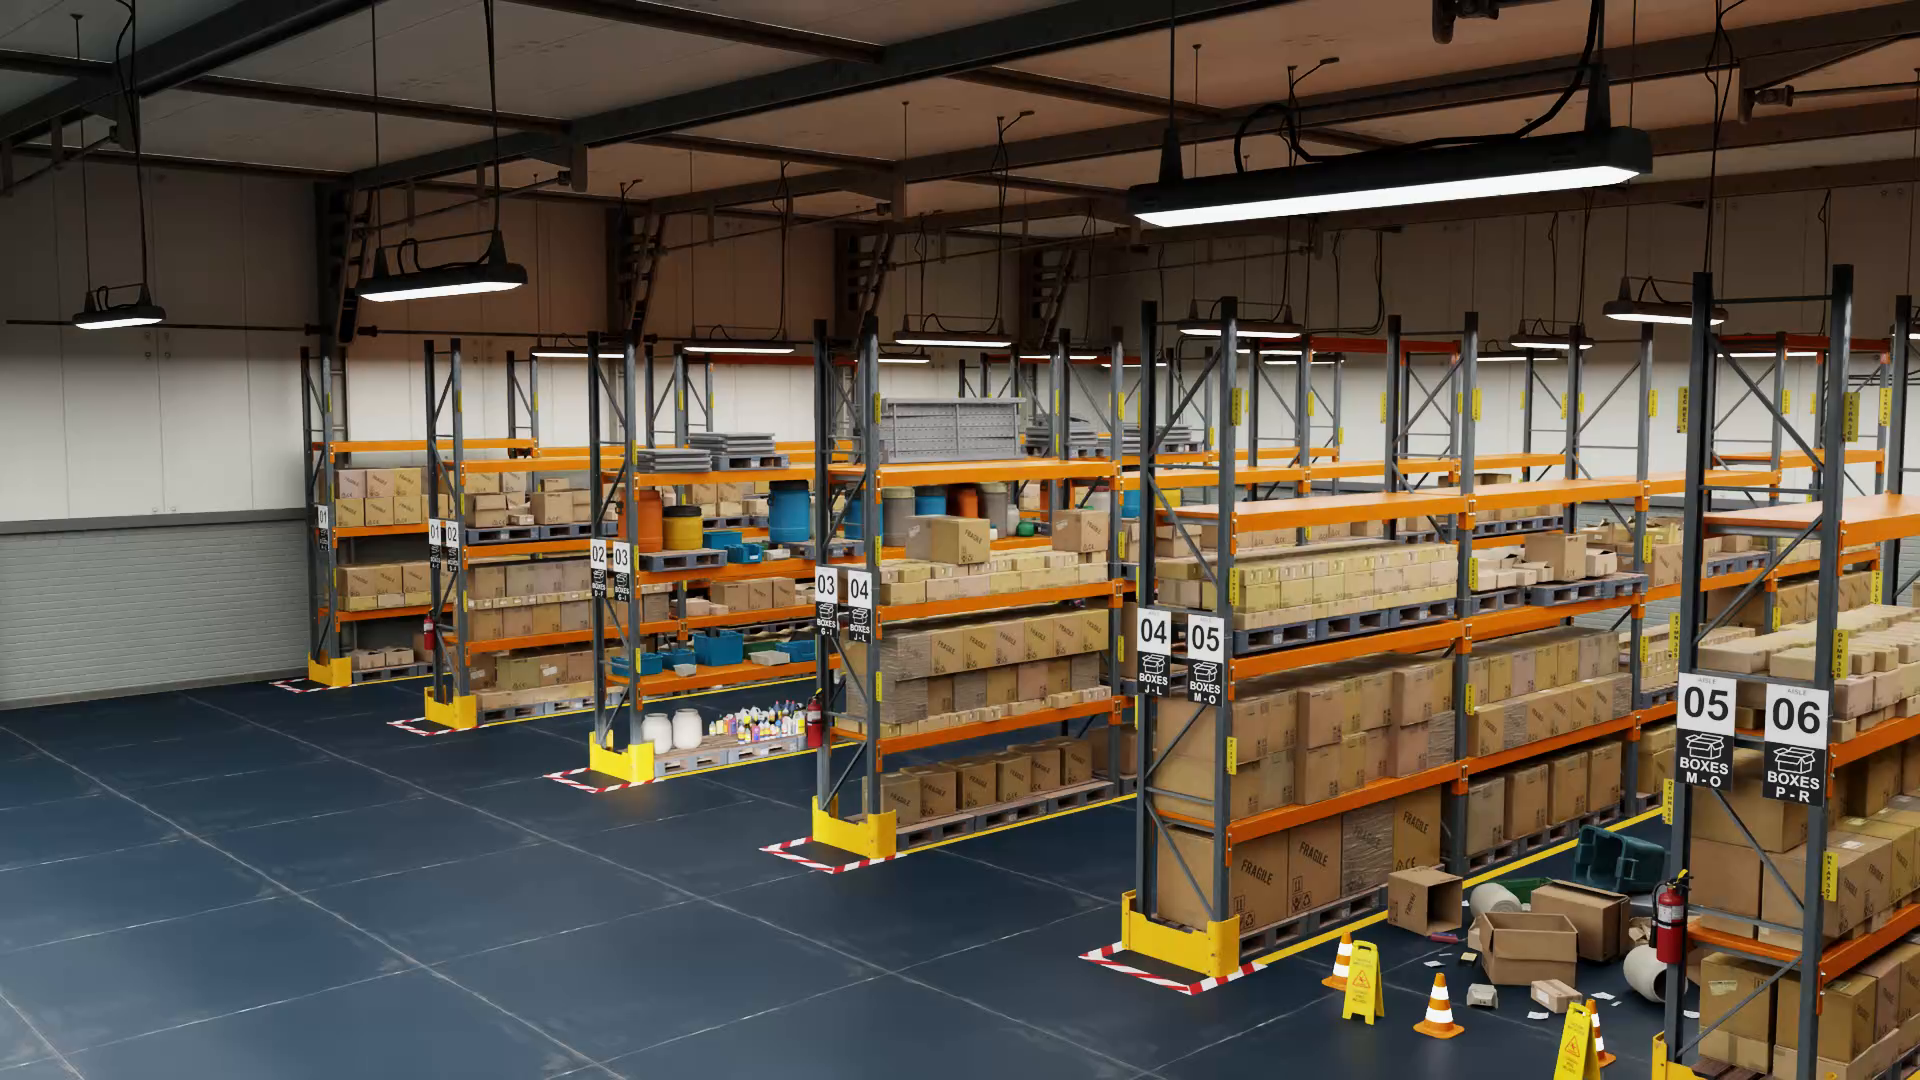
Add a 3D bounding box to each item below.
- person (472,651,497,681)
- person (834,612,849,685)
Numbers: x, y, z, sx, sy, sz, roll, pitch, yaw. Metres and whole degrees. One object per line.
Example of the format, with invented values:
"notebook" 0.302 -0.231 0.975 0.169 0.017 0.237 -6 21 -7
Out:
"person" -8.405 1.808 29.010 0.678 1.661 0.573 -4 6 -39
"person" -2.157 1.681 29.439 0.627 1.767 0.508 0 5 -3
